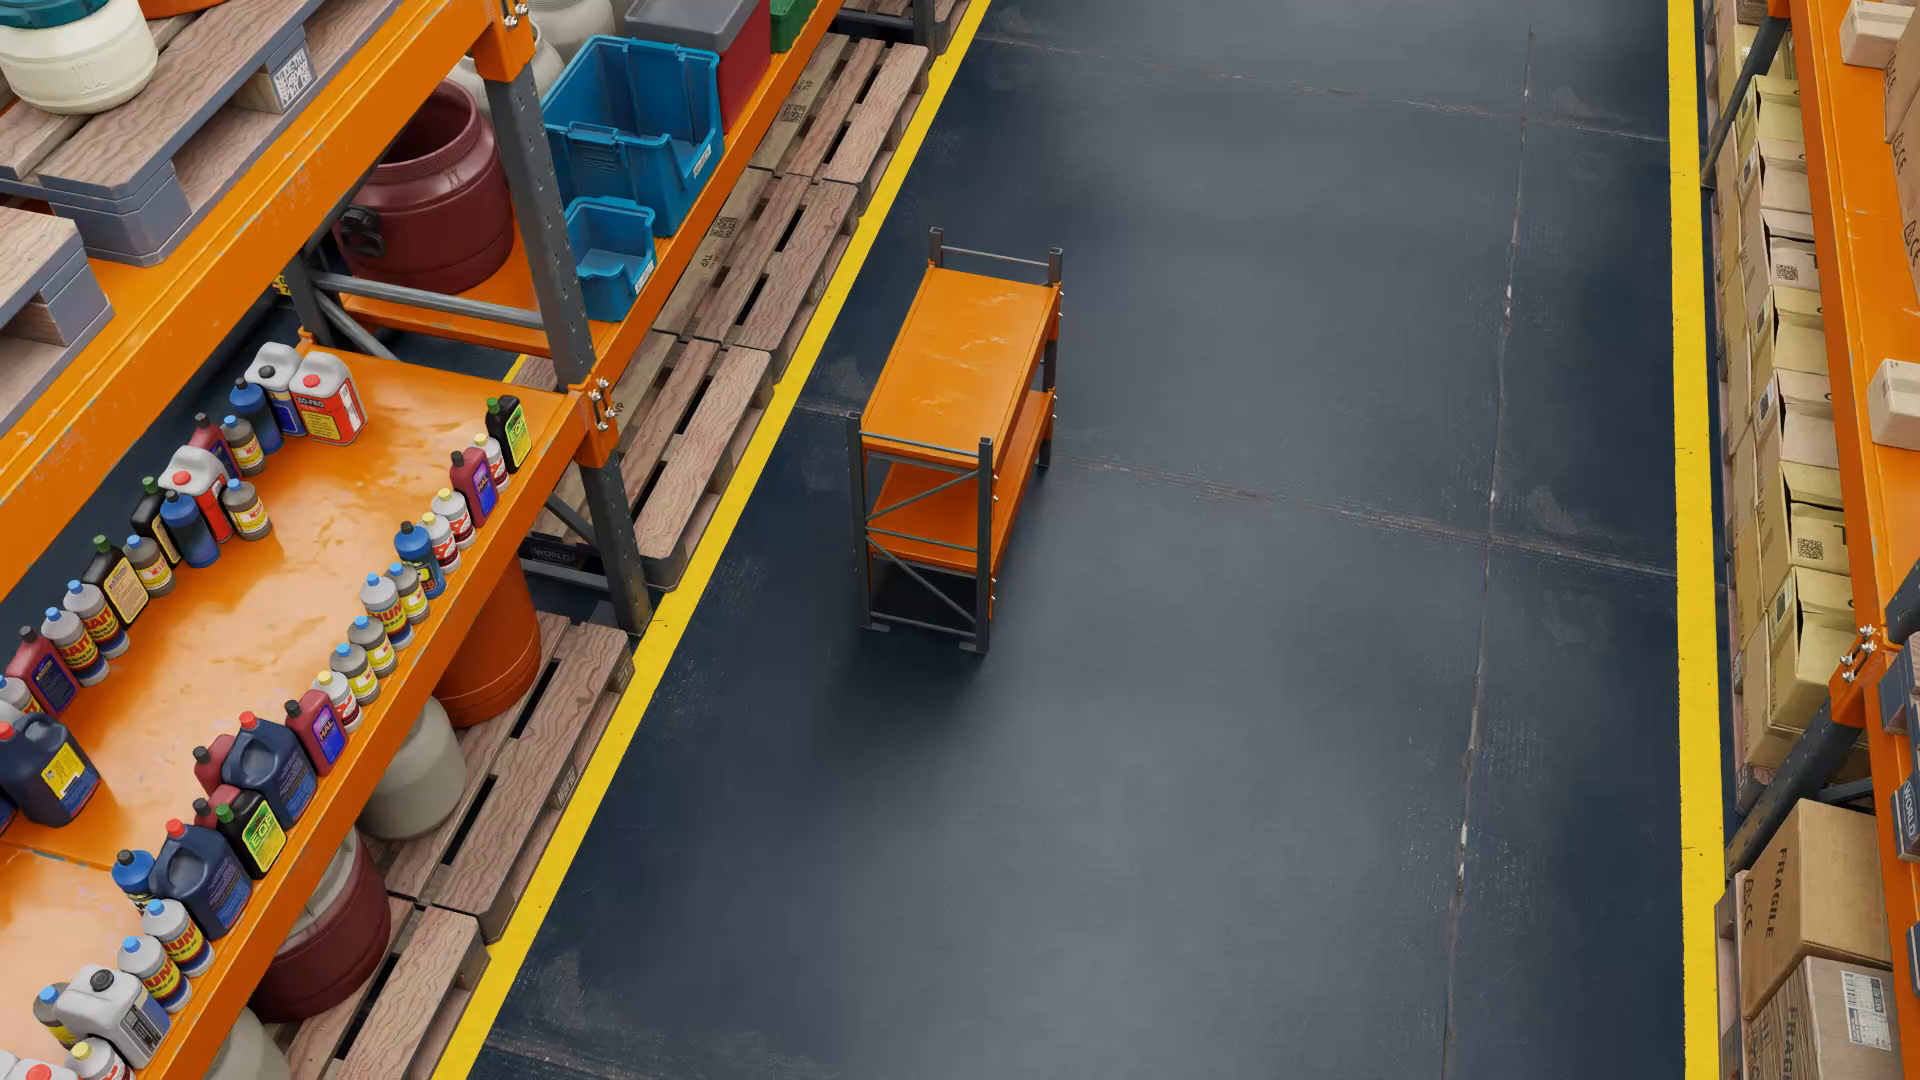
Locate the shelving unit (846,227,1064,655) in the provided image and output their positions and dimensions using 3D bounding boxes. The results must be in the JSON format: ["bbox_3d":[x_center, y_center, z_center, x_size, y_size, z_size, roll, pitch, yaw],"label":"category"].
[{"bbox_3d":[-0.002,-0.367,6.243,0.538,1.125,1.048,12,50,10],"label":"shelving unit"}]

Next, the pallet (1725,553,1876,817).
[{"bbox_3d":[3.351,0.556,6.038,1.003,0.211,1.213,12,50,10],"label":"pallet"}]

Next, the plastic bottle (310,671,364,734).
[{"bbox_3d":[-1.664,0.423,4.428,0.097,0.201,0.097,0,49,0],"label":"plastic bottle"}]

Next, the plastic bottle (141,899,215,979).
[{"bbox_3d":[-1.857,0.930,3.933,0.097,0.271,0.097,0,49,0],"label":"plastic bottle"}]

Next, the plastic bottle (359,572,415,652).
[{"bbox_3d":[-1.587,0.188,4.588,0.097,0.271,0.097,0,49,0],"label":"plastic bottle"}]

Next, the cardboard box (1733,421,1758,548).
[{"bbox_3d":[3.267,-0.174,6.375,0.500,0.250,0.500,13,50,11],"label":"cardboard box"}]

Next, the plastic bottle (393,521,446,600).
[{"bbox_3d":[-1.536,0.047,4.712,0.097,0.271,0.097,0,49,0],"label":"plastic bottle"}]

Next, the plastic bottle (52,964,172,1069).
[{"bbox_3d":[-1.940,1.078,3.800,0.152,0.276,0.135,12,50,10],"label":"plastic bottle"}]

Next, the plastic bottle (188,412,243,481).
[{"bbox_3d":[-2.238,-0.243,4.960,0.061,0.283,0.133,12,50,10],"label":"plastic bottle"}]

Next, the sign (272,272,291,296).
[{"bbox_3d":[-2.214,-0.917,5.369,0.100,0.325,0.005,12,50,10],"label":"sign"}]

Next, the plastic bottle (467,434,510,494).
[{"bbox_3d":[-1.424,-0.237,5.010,0.097,0.201,0.097,0,49,0],"label":"plastic bottle"}]

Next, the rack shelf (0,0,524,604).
[{"bbox_3d":[-2.208,-0.067,3.207,1.077,0.370,4.000,12,50,10],"label":"rack shelf"}]

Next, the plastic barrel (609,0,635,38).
[{"bbox_3d":[-1.399,-2.205,6.524,0.433,0.535,0.433,0,49,0],"label":"plastic barrel"}]

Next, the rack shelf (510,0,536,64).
[{"bbox_3d":[-1.155,-2.961,5.760,1.077,0.370,4.000,12,50,10],"label":"rack shelf"}]

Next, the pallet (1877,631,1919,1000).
[{"bbox_3d":[2.986,0.788,4.100,1.213,0.211,1.003,12,50,10],"label":"pallet"}]

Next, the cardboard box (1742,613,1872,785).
[{"bbox_3d":[3.000,0.563,5.725,0.500,0.250,0.500,13,50,11],"label":"cardboard box"}]

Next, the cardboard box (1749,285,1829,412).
[{"bbox_3d":[3.397,-0.725,6.488,0.500,0.311,0.500,13,50,11],"label":"cardboard box"}]

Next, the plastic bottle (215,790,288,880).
[{"bbox_3d":[-1.761,0.713,4.117,0.061,0.283,0.133,12,50,10],"label":"plastic bottle"}]

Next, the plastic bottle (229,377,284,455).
[{"bbox_3d":[-2.164,-0.389,5.098,0.097,0.271,0.097,0,49,0],"label":"plastic bottle"}]

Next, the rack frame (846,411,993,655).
[{"bbox_3d":[-0.136,0.000,5.918,0.500,1.125,0.032,12,50,10],"label":"rack frame"}]

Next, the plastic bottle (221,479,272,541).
[{"bbox_3d":[-2.104,-0.099,4.888,0.097,0.201,0.097,0,49,0],"label":"plastic bottle"}]

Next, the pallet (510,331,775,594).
[{"bbox_3d":[-1.440,-0.389,6.872,1.003,0.211,1.213,12,50,10],"label":"pallet"}]

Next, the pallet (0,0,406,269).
[{"bbox_3d":[-1.977,-1.156,3.813,1.003,0.211,1.213,12,50,10],"label":"pallet"}]

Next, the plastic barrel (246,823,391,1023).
[{"bbox_3d":[-2.091,1.074,5.049,0.600,0.588,0.708,12,50,10],"label":"plastic barrel"}]

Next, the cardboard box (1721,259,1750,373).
[{"bbox_3d":[3.535,-0.914,7.029,0.500,0.250,0.500,10,49,9],"label":"cardboard box"}]

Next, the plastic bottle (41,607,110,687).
[{"bbox_3d":[-2.407,0.279,4.508,0.097,0.271,0.097,0,49,0],"label":"plastic bottle"}]

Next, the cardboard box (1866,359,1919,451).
[{"bbox_3d":[3.067,-0.401,5.190,0.380,0.149,0.250,12,50,10],"label":"cardboard box"}]

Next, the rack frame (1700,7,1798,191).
[{"bbox_3d":[4.149,-2.673,7.027,1.000,3.000,0.127,12,50,10],"label":"rack frame"}]

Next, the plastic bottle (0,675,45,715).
[{"bbox_3d":[-2.468,0.446,4.360,0.097,0.271,0.097,0,49,0],"label":"plastic bottle"}]

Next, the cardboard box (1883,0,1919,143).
[{"bbox_3d":[3.793,-1.772,6.166,0.500,0.500,0.500,15,50,13],"label":"cardboard box"}]

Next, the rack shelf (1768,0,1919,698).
[{"bbox_3d":[3.623,-0.988,6.020,1.077,0.370,4.000,12,50,10],"label":"rack shelf"}]

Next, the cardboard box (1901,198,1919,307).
[{"bbox_3d":[3.522,-1.029,5.510,0.500,0.500,0.500,9,49,8],"label":"cardboard box"}]

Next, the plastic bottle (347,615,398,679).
[{"bbox_3d":[-1.613,0.282,4.552,0.097,0.201,0.097,0,49,0],"label":"plastic bottle"}]

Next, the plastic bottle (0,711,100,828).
[{"bbox_3d":[-2.336,0.557,4.210,0.144,0.351,0.185,12,50,10],"label":"plastic bottle"}]

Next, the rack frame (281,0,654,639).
[{"bbox_3d":[-1.681,-0.760,5.339,1.000,3.000,0.127,12,50,10],"label":"rack frame"}]

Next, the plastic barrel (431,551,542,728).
[{"bbox_3d":[-1.794,0.177,5.679,0.600,0.830,0.708,12,50,10],"label":"plastic barrel"}]

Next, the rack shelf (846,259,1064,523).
[{"bbox_3d":[-0.002,-0.561,6.023,0.538,0.278,1.000,12,50,10],"label":"rack shelf"}]

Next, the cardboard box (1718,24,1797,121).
[{"bbox_3d":[4.060,-2.280,8.235,0.500,0.250,0.500,12,50,10],"label":"cardboard box"}]

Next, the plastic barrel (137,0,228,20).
[{"bbox_3d":[-1.834,-1.623,3.534,0.600,0.830,0.708,12,50,10],"label":"plastic barrel"}]

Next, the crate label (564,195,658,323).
[{"bbox_3d":[-1.209,-0.935,5.605,0.303,0.233,0.416,12,50,10],"label":"crate label"}]

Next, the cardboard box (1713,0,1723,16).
[{"bbox_3d":[4.319,-3.005,8.874,0.500,0.250,0.500,12,50,10],"label":"cardboard box"}]

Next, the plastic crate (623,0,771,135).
[{"bbox_3d":[-0.961,-1.889,6.293,0.402,0.464,0.583,12,50,10],"label":"plastic crate"}]

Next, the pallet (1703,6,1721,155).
[{"bbox_3d":[4.399,-2.317,8.573,1.003,0.211,1.213,12,50,10],"label":"pallet"}]

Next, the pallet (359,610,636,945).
[{"bbox_3d":[-1.849,0.742,5.873,1.003,0.211,1.213,12,50,10],"label":"pallet"}]

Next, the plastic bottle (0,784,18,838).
[{"bbox_3d":[-2.518,0.624,4.150,0.144,0.351,0.185,12,50,10],"label":"plastic bottle"}]

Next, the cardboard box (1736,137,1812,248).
[{"bbox_3d":[3.663,-1.476,7.151,0.500,0.311,0.500,11,49,10],"label":"cardboard box"}]

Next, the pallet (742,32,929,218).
[{"bbox_3d":[-0.798,-2.154,8.429,1.003,0.211,1.213,12,50,10],"label":"pallet"}]

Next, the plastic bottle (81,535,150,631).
[{"bbox_3d":[-2.369,0.118,4.642,0.061,0.283,0.133,12,50,10],"label":"plastic bottle"}]

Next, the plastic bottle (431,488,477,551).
[{"bbox_3d":[-1.485,-0.070,4.863,0.097,0.201,0.097,0,49,0],"label":"plastic bottle"}]

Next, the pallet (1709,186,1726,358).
[{"bbox_3d":[3.993,-1.209,7.595,1.003,0.211,1.213,12,50,10],"label":"pallet"}]

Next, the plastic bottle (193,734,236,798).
[{"bbox_3d":[-1.865,0.588,4.227,0.061,0.283,0.133,12,50,10],"label":"plastic bottle"}]

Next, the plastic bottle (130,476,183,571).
[{"bbox_3d":[-2.308,-0.049,4.789,0.061,0.283,0.133,12,50,10],"label":"plastic bottle"}]

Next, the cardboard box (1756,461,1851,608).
[{"bbox_3d":[3.127,0.001,5.847,0.500,0.311,0.500,11,49,9],"label":"cardboard box"}]

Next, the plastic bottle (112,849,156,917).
[{"bbox_3d":[-1.971,0.831,4.020,0.097,0.271,0.097,0,49,0],"label":"plastic bottle"}]

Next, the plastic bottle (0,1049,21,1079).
[{"bbox_3d":[-2.148,1.215,3.678,0.152,0.276,0.135,12,50,10],"label":"plastic bottle"}]

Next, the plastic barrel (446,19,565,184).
[{"bbox_3d":[-1.617,-1.583,5.991,0.421,0.512,0.421,0,49,0],"label":"plastic barrel"}]

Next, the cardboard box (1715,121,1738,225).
[{"bbox_3d":[3.804,-1.659,7.686,0.500,0.250,0.500,10,49,9],"label":"cardboard box"}]

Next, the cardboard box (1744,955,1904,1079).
[{"bbox_3d":[2.569,1.555,4.670,0.500,0.500,0.500,10,49,9],"label":"cardboard box"}]
